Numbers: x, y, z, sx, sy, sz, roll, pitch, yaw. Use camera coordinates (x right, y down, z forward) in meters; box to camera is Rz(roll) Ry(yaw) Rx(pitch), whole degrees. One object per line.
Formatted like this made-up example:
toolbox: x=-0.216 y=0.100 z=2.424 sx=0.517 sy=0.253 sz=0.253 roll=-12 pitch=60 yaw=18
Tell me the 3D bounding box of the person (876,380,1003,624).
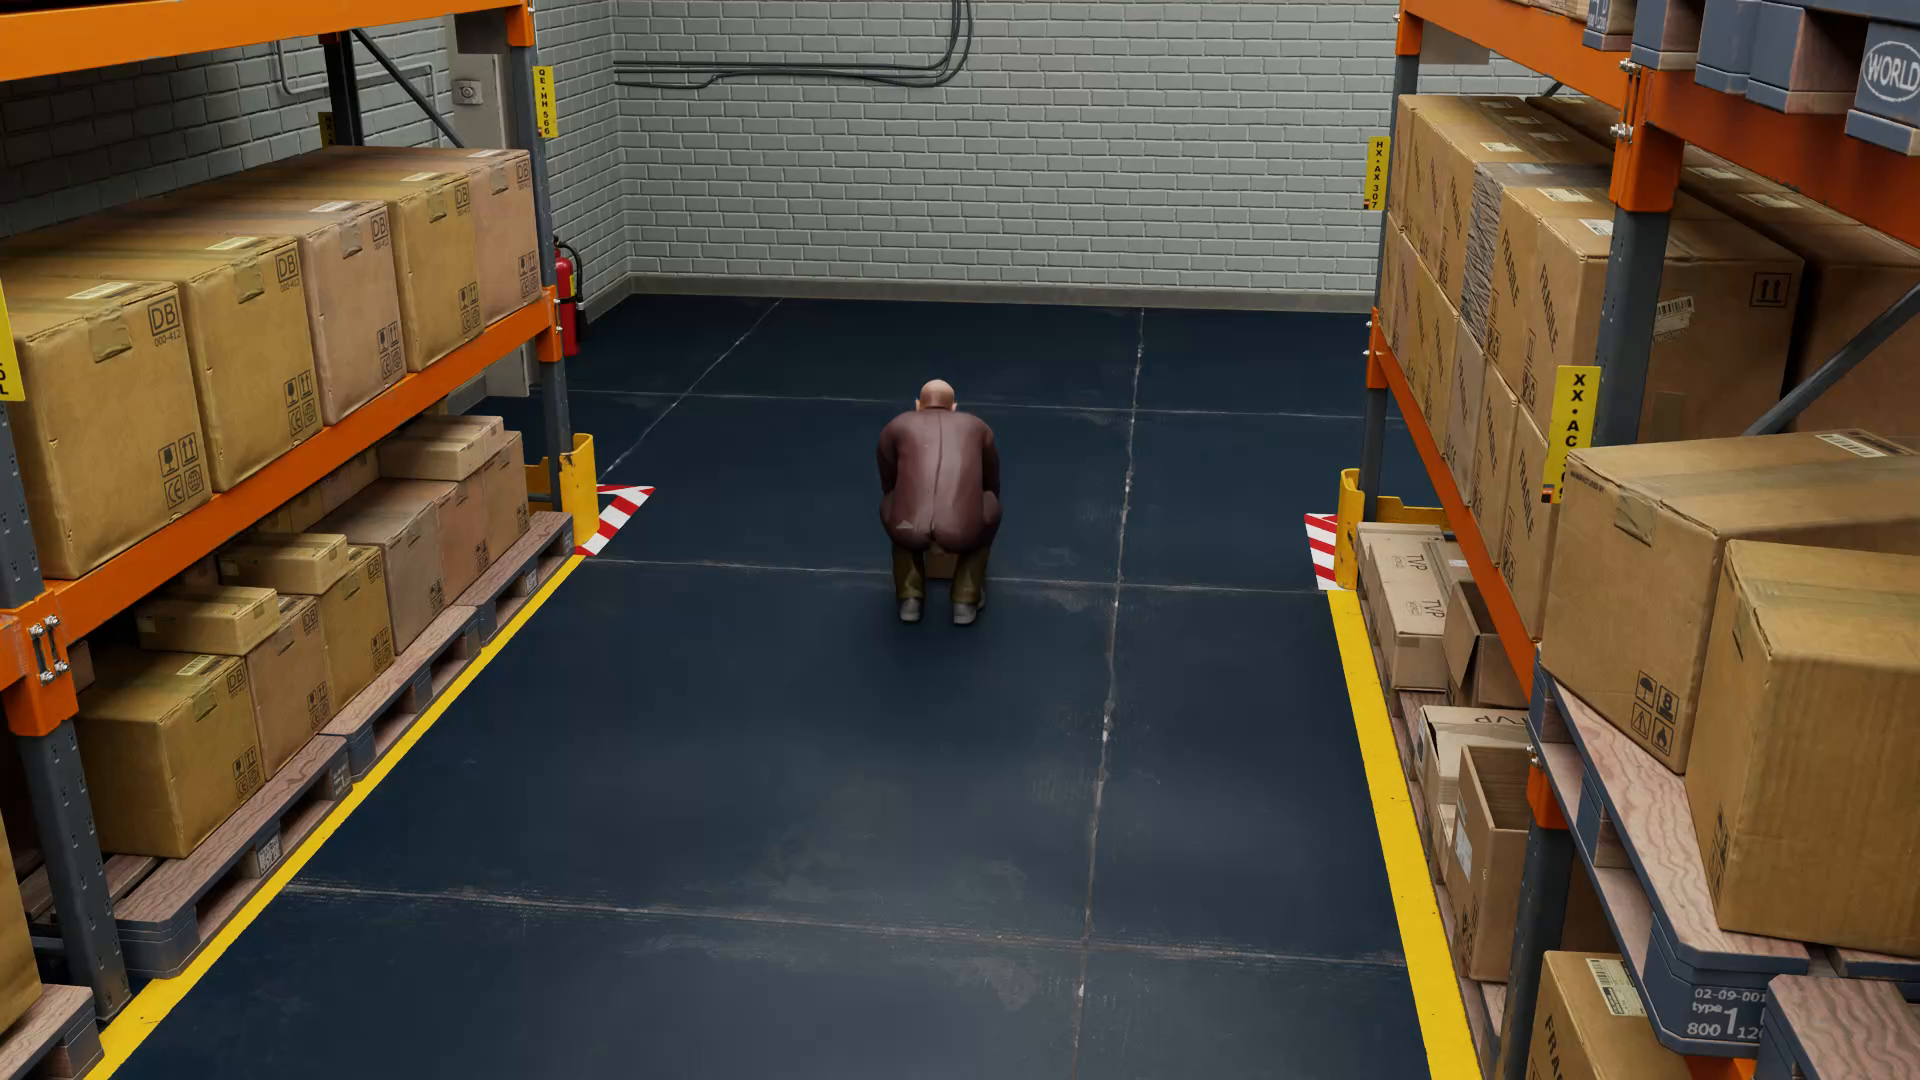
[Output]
person: x=-0.099 y=-0.177 z=7.686 sx=0.609 sy=0.982 sz=0.903 roll=2 pitch=21 yaw=6
